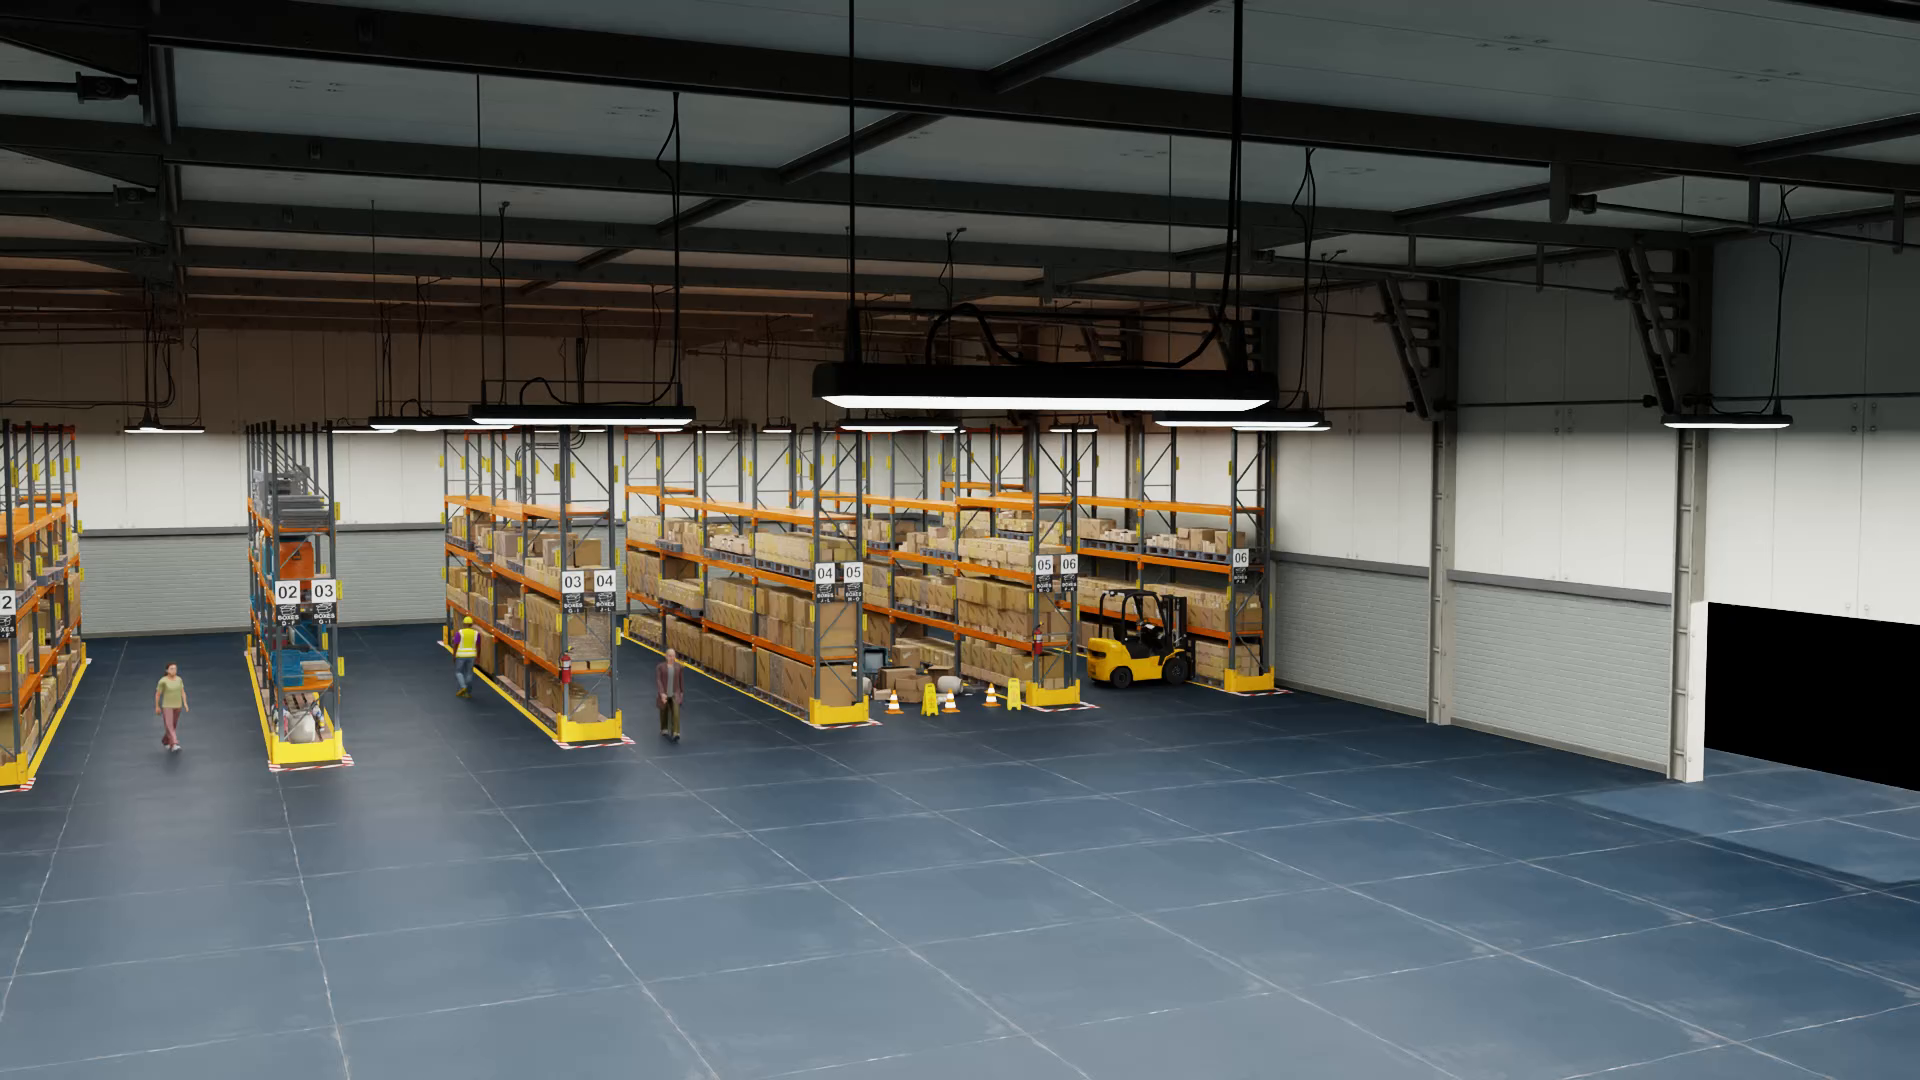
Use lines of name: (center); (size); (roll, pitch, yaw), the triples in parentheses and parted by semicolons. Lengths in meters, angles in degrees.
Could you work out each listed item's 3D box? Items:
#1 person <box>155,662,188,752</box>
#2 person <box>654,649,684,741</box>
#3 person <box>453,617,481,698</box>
person: (-14.198, 3.012, 30.024); (1.046, 1.609, 0.486); (3, 4, 36)
person: (-5.464, 2.906, 31.355); (0.571, 1.696, 1.226); (-1, 4, -16)
person: (-10.770, 2.560, 36.333); (0.611, 1.761, 0.478); (-2, 4, -26)
